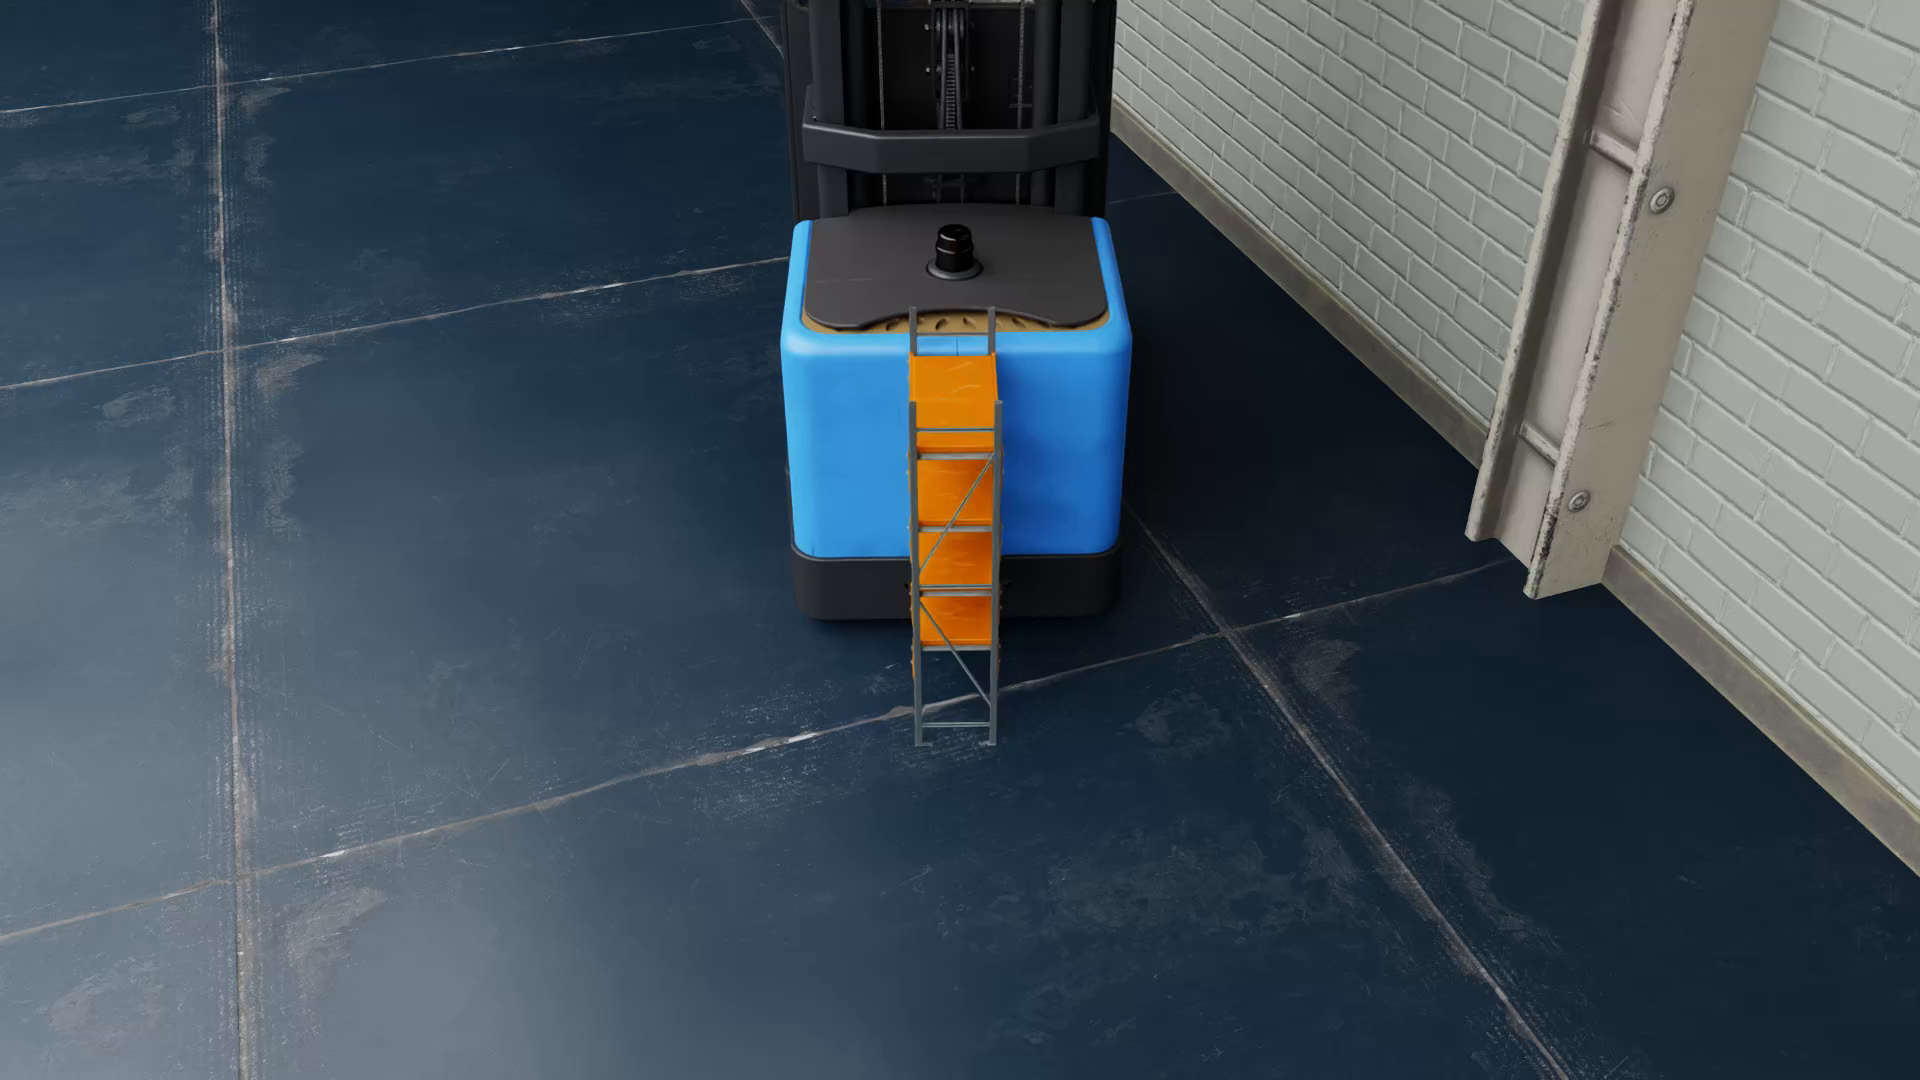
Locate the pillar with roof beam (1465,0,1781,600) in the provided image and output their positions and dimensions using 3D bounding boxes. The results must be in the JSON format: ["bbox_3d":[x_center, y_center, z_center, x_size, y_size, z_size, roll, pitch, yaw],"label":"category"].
[{"bbox_3d":[-2.078,-2.649,1.787,9.100,9.000,0.400,-12,39,-16],"label":"pillar with roof beam"}]

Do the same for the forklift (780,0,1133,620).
[{"bbox_3d":[-0.044,-1.776,5.671,1.130,2.935,3.031,-1,37,-1],"label":"forklift"}]

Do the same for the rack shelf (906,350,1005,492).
[{"bbox_3d":[-0.016,-0.330,4.538,0.258,0.148,0.480,-1,37,-1],"label":"rack shelf"}]

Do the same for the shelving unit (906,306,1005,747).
[{"bbox_3d":[-0.016,-0.017,4.775,0.258,1.200,0.503,-1,37,-1],"label":"shelving unit"}]

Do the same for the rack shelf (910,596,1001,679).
[{"bbox_3d":[-0.016,0.196,4.935,0.258,0.148,0.480,-1,37,-1],"label":"rack shelf"}]

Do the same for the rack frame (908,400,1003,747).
[{"bbox_3d":[-0.012,0.130,4.580,0.240,1.200,0.015,-1,37,-1],"label":"rack frame"}]

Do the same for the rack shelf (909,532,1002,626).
[{"bbox_3d":[-0.016,0.037,4.815,0.258,0.148,0.480,-1,37,-1],"label":"rack shelf"}]

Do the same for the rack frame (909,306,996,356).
[{"bbox_3d":[-0.021,-0.163,4.970,0.240,1.200,0.015,-1,37,-1],"label":"rack frame"}]

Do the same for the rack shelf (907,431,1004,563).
[{"bbox_3d":[-0.016,-0.141,4.681,0.258,0.148,0.480,-1,37,-1],"label":"rack shelf"}]

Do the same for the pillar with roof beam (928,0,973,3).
[{"bbox_3d":[-4.143,-6.038,6.287,9.100,9.000,0.400,-12,39,-16],"label":"pillar with roof beam"}]
